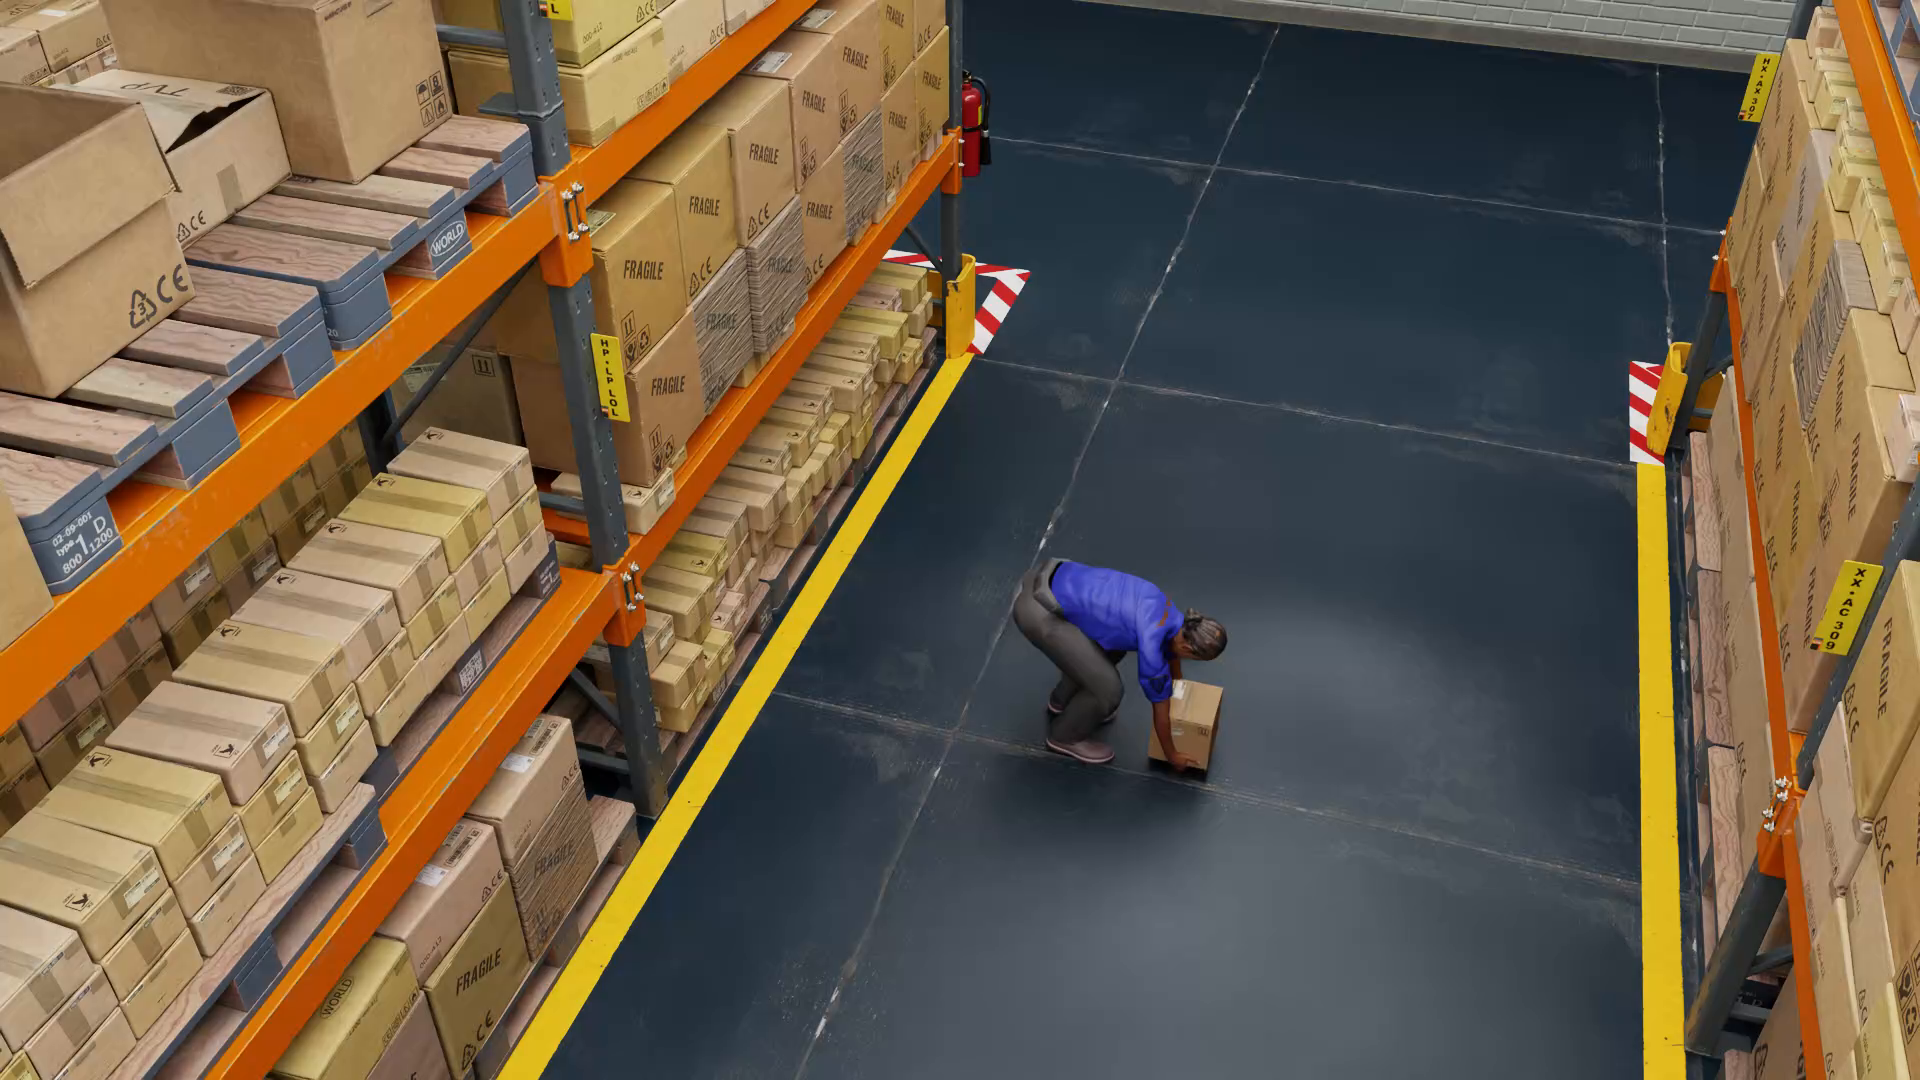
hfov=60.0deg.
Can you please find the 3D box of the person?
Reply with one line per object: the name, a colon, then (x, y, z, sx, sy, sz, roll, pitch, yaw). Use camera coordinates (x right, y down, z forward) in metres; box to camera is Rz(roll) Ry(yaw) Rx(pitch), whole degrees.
person: (0.655, 0.505, 6.877, 0.865, 0.878, 0.456, 9, 38, 12)
